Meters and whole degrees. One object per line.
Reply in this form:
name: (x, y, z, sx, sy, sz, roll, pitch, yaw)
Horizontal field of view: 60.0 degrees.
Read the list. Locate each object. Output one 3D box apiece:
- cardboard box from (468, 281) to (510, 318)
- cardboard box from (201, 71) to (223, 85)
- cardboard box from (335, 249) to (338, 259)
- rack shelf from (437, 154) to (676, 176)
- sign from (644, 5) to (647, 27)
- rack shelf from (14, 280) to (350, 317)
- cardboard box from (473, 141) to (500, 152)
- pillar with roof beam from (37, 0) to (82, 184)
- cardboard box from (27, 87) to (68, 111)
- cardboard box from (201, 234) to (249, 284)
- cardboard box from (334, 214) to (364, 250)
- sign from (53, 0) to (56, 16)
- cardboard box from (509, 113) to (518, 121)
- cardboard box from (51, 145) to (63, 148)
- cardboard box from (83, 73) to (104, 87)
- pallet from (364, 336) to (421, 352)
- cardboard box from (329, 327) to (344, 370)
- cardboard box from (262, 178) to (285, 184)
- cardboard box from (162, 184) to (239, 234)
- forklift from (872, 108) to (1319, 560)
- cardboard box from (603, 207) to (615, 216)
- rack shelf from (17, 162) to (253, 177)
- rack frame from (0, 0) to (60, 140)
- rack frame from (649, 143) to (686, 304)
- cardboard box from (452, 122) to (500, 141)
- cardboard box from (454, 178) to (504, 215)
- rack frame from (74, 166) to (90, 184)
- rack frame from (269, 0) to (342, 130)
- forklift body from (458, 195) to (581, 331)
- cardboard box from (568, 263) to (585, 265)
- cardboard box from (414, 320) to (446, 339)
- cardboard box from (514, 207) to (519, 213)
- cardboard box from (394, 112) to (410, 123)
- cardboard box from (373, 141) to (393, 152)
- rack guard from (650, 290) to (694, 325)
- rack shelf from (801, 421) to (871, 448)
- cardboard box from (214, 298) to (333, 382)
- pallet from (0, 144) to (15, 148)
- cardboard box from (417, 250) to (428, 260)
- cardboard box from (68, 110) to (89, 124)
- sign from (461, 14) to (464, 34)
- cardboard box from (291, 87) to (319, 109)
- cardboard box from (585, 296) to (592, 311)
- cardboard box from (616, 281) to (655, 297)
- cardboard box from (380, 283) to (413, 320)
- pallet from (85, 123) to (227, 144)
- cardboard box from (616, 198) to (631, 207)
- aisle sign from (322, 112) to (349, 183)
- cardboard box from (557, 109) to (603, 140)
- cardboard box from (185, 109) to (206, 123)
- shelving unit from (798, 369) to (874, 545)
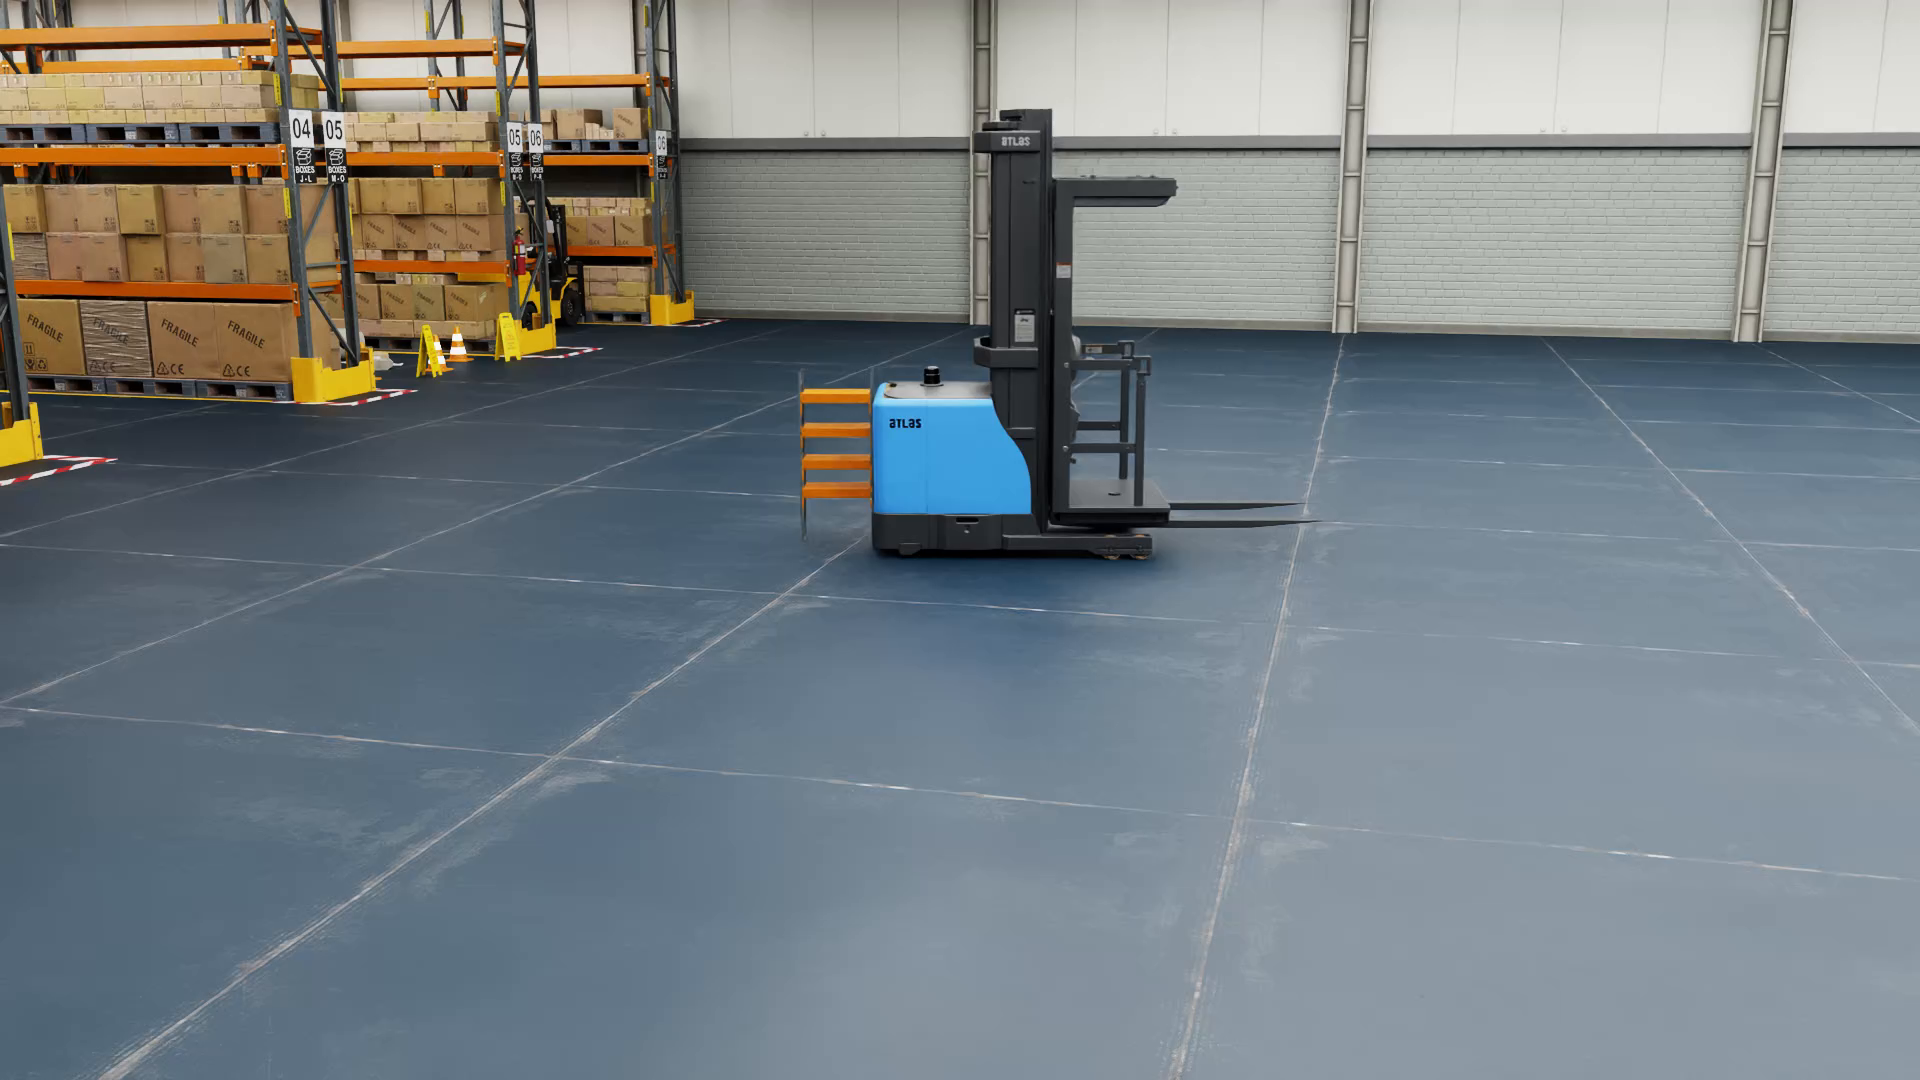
cardboard box: (-6.899, -3.510, 24.276, 0.500, 0.500, 0.500, 3, 13, 12)
cardboard box: (-8.146, -5.091, 18.370, 0.250, 0.149, 0.380, 3, 13, 14)
cardboard box: (-9.059, -4.151, 24.100, 0.250, 0.149, 0.380, 3, 13, 15)
rack shelf: (-6.915, -6.441, 28.575, 4.000, 0.370, 1.077, 3, 13, 14)
sign: (-5.117, -8.534, 27.084, 0.005, 0.325, 0.100, 3, 13, 14)
rack shelf: (-9.189, -2.886, 19.479, 4.000, 0.370, 1.077, 3, 13, 14)
cardboard box: (-6.572, -5.481, 23.169, 0.250, 0.149, 0.380, 3, 13, 14)
pillar with roof beam: (-18.115, -8.096, 27.448, 0.400, 9.000, 9.100, 3, 13, 14)
cardboard box: (-10.232, -5.021, 18.975, 0.500, 0.250, 0.500, 3, 13, 13)
cardboard box: (-8.157, -3.241, 19.069, 0.550, 0.550, 0.875, 3, 13, 14)
cardboard box: (-8.705, -4.450, 23.949, 0.500, 0.500, 0.500, 3, 13, 13)
sign: (-13.805, -8.133, 25.277, 0.005, 0.325, 0.100, 3, 13, 14)
cardboard box: (-6.455, -5.972, 23.541, 0.250, 0.149, 0.380, 3, 13, 13)
cardboard box: (-13.413, -5.929, 24.915, 0.258, 0.266, 0.396, 3, 13, 14)
cardboard box: (-9.622, -5.170, 18.725, 0.250, 0.149, 0.380, 3, 13, 13)
pallet: (-8.194, -2.936, 24.479, 1.213, 0.211, 1.003, 3, 13, 14)
cardboard box: (-8.471, -2.520, 21.930, 0.637, 0.503, 0.797, -6, 14, -25)
cardboard box: (-9.667, -5.001, 24.125, 0.500, 0.500, 0.700, 3, 13, 13)
cardboard box: (-8.665, -3.828, 19.225, 0.550, 0.550, 0.875, 3, 13, 14)
forklift: (0.922, -1.415, 11.342, 3.031, 2.935, 1.130, 0, 13, 0)
cardboard box: (-5.870, -5.582, 28.239, 0.250, 0.149, 0.380, 3, 13, 15)
rack shelf: (-11.984, -5.605, 24.805, 4.000, 0.370, 1.077, 3, 13, 14)
rack frame: (-13.926, -7.524, 24.870, 0.127, 3.000, 1.000, 3, 13, 14)
rack frame: (-4.973, -5.224, 28.354, 0.127, 3.000, 1.000, 3, 13, 14)
cardboard box: (-6.720, -5.686, 23.172, 0.500, 0.250, 0.500, 3, 13, 13)
cardboard box: (-6.707, -4.843, 23.410, 0.500, 0.500, 0.700, 3, 13, 12)
rack frame: (-16.624, -5.847, 31.161, 0.127, 3.000, 1.000, 3, 13, 14)
rack frame: (-7.247, -6.063, 18.284, 0.127, 3.000, 1.000, 3, 13, 14)
forklift body: (-7.251, -4.524, 27.161, 1.214, 2.155, 2.313, 3, 13, 14)
cardboard box: (-6.859, -4.721, 29.157, 0.500, 0.250, 0.500, 3, 13, 12)
cardboard box: (-7.509, -3.057, 23.964, 0.500, 0.250, 0.500, 3, 13, 14)
cardboard box: (-7.623, -5.662, 28.601, 0.250, 0.149, 0.380, 3, 13, 13)
cardboard box: (-7.769, -5.955, 23.461, 0.250, 0.149, 0.380, 3, 13, 12)
cardboard box: (-8.074, -5.552, 23.486, 0.250, 0.149, 0.380, 3, 13, 13)
rack guard: (-4.950, -4.002, 28.619, 0.348, 0.500, 1.175, 3, 13, 14)
rack shelf: (-0.853, -0.731, 11.538, 0.480, 0.148, 0.258, 0, 13, 0)
cardboard box: (-7.921, -2.323, 19.214, 0.875, 0.875, 0.875, 3, 13, 14)
pallet: (-12.032, -4.750, 19.733, 1.217, 0.209, 0.805, 3, 13, 11)
cardboard box: (-7.562, -4.089, 23.820, 0.250, 0.149, 0.380, 3, 13, 14)
cardboard box: (-9.870, -4.794, 18.871, 0.250, 0.149, 0.380, 3, 13, 13)
sign: (-8.700, -9.009, 29.042, 0.005, 0.325, 0.100, 3, 13, 14)
cardboard box: (-7.654, -5.003, 18.892, 0.500, 0.250, 0.500, 3, 13, 13)
cardboard box: (-6.469, -4.100, 28.668, 0.500, 0.250, 0.500, 3, 13, 14)
cardboard box: (-5.521, -4.290, 28.370, 0.500, 0.250, 0.500, 3, 13, 13)
cardboard box: (-7.995, -3.450, 24.004, 0.500, 0.500, 0.500, 3, 13, 12)
pallet: (-9.158, -4.654, 19.065, 1.213, 0.211, 1.003, 3, 13, 14)
cardboard box: (-5.618, -5.715, 28.153, 0.250, 0.149, 0.380, 3, 13, 14)
aisle sign: (-7.106, -4.462, 18.920, 0.004, 0.787, 0.394, 3, 13, 14)
cardboard box: (-6.432, -7.037, 28.169, 0.500, 0.500, 0.700, 3, 13, 14)
cardboard box: (-8.390, -4.715, 18.515, 0.250, 0.149, 0.380, 3, 13, 14)
shelving unit: (-0.853, -0.579, 11.572, 0.503, 1.200, 0.258, 0, 13, 0)
